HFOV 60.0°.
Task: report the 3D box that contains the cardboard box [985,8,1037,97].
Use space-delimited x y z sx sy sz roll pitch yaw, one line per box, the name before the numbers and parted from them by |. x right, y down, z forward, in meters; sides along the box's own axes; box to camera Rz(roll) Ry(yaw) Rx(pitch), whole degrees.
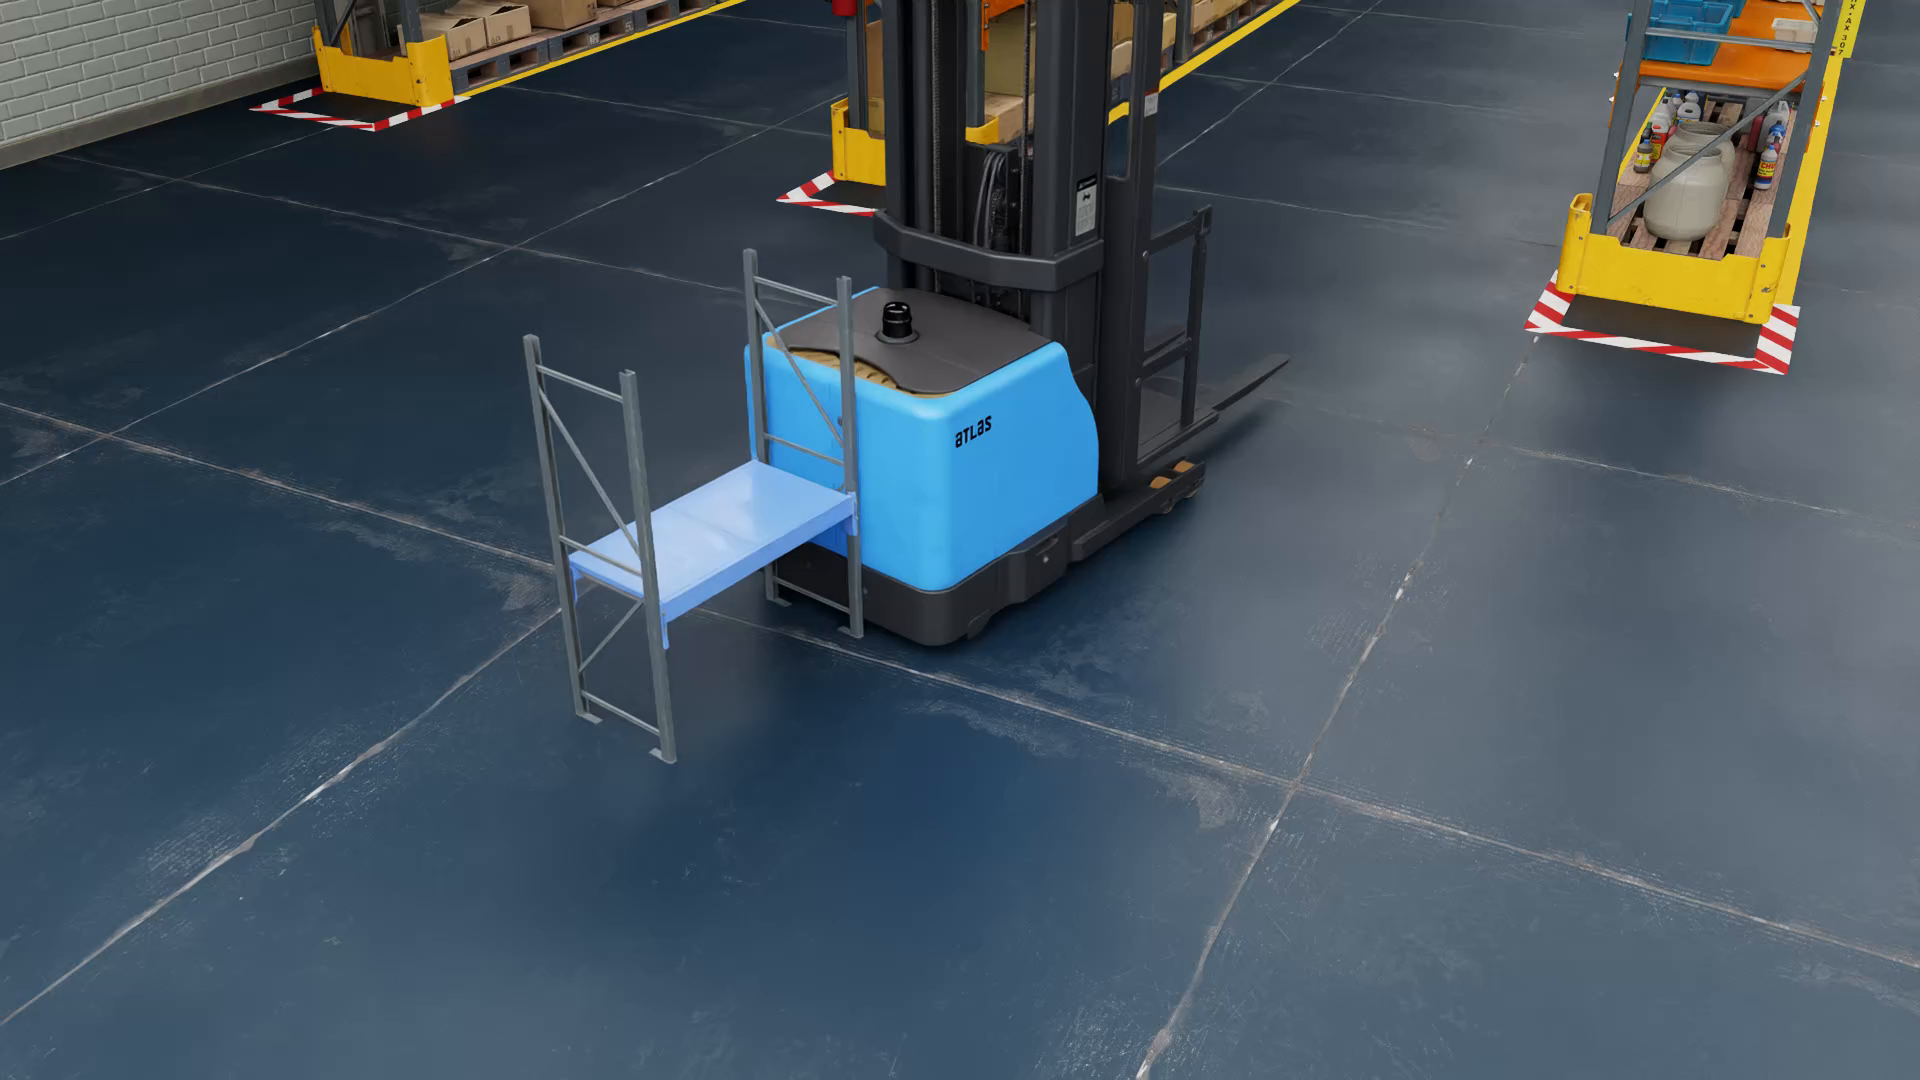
cardboard box | 0.366 -3.520 11.954 0.500 0.500 0.500 14 33 23

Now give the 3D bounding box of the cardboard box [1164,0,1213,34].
cardboard box | 1.924 -4.681 14.729 0.500 0.250 0.500 13 33 22

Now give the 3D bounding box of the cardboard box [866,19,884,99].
cardboard box | -0.323 -3.416 11.772 0.500 0.500 0.500 14 33 23

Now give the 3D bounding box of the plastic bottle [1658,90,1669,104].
plastic bottle | 4.992 -3.045 11.827 0.061 0.283 0.133 16 33 25

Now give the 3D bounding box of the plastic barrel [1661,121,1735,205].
plastic barrel | 4.565 -2.305 10.328 0.421 0.512 0.421 0 30 0

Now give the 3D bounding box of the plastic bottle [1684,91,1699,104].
plastic bottle | 5.232 -3.096 11.927 0.097 0.271 0.097 0 30 0

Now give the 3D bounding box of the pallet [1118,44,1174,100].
pallet | 1.120 -4.017 14.032 1.003 0.211 1.213 14 33 23

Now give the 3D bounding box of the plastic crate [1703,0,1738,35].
plastic crate | 4.368 -3.182 9.928 0.499 0.251 0.408 14 33 23

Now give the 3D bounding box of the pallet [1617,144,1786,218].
pallet | 5.030 -2.403 11.223 1.003 0.211 1.213 14 33 23

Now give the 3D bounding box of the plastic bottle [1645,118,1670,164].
plastic bottle | 4.691 -2.699 11.231 0.152 0.276 0.135 15 33 24

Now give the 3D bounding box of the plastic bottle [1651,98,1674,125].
plastic bottle | 4.826 -2.867 11.449 0.144 0.351 0.185 16 33 25

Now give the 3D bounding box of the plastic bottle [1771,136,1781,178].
plastic bottle | 5.328 -2.512 10.899 0.061 0.283 0.133 15 33 24

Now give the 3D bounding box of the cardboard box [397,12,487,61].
cardboard box | -4.319 -4.229 13.860 0.500 0.311 0.500 11 32 18

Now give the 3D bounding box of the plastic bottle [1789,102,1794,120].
plastic bottle | 6.002 -3.168 12.041 0.061 0.283 0.133 16 34 26

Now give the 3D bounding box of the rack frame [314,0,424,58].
rack frame | -4.714 -4.918 12.801 1.000 3.000 0.127 14 33 23

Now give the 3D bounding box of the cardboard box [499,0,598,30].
cardboard box | -3.681 -4.877 14.800 0.700 0.500 0.500 12 32 20

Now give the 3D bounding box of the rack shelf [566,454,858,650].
rack shelf | -0.899 0.018 6.073 0.538 0.185 1.000 21 36 32

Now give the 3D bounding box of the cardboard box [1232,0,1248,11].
cardboard box | 2.391 -5.138 15.524 0.500 0.250 0.500 13 32 22

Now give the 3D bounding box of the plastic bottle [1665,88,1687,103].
plastic bottle | 5.190 -3.222 12.067 0.144 0.351 0.185 15 33 25

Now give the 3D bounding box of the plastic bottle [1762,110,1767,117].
plastic bottle | 5.553 -2.889 11.555 0.061 0.283 0.133 14 33 23

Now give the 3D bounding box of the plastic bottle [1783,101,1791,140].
plastic bottle | 5.766 -2.939 11.641 0.061 0.283 0.133 17 34 27

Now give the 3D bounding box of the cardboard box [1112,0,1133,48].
cardboard box | 1.040 -4.187 13.116 0.500 0.500 0.500 14 33 23

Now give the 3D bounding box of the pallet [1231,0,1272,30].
pallet | 2.375 -5.238 16.159 1.003 0.211 1.213 14 33 23

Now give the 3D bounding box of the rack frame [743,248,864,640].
rack frame | -0.588 -0.338 6.333 0.500 1.500 0.032 21 36 32

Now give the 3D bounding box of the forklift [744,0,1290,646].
forklift | 0.463 -1.529 6.970 1.130 2.935 3.031 22 36 33

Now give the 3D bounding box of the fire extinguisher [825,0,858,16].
fire extinguisher | -0.770 -3.815 10.959 0.296 0.674 0.183 14 33 23

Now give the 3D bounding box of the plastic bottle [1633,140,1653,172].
plastic bottle | 4.552 -2.561 11.066 0.097 0.201 0.097 0 30 0

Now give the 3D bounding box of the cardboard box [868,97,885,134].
cardboard box | -0.321 -3.090 11.958 0.500 0.250 0.500 14 33 23

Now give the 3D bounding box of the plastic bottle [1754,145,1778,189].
plastic bottle | 5.209 -2.411 10.734 0.097 0.271 0.097 0 30 0

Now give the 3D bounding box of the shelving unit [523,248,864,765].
shelving unit | -0.899 -0.138 5.984 0.538 1.500 1.048 21 36 32

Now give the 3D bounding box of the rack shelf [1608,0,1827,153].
rack shelf | 5.016 -3.245 10.611 1.077 0.370 4.000 14 33 23

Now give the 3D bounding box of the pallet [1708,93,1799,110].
pallet | 6.251 -3.591 13.292 1.003 0.211 1.213 14 33 23

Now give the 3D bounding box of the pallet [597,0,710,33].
pallet | -3.167 -5.176 16.051 1.003 0.211 1.213 14 33 23

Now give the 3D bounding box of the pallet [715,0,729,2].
pallet | -2.539 -5.827 17.185 1.003 0.211 1.213 14 33 23

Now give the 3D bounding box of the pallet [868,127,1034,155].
pallet | 0.008 -2.935 12.149 1.003 0.211 1.213 14 33 23

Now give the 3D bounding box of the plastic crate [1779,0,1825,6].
plastic crate | 5.413 -3.552 10.688 0.530 0.136 0.437 14 33 23

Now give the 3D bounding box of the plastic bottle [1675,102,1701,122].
plastic bottle | 5.054 -2.895 11.572 0.152 0.276 0.135 14 33 23

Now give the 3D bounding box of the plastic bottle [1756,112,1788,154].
plastic bottle | 5.578 -2.803 11.412 0.152 0.276 0.135 15 33 24

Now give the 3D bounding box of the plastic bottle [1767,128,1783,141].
plastic bottle | 5.410 -2.607 11.076 0.097 0.271 0.097 0 30 0

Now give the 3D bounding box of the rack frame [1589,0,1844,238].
rack frame | 4.105 -2.670 8.888 1.000 3.000 0.127 14 33 23

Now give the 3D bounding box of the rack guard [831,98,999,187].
rack guard | -0.314 -2.701 11.451 1.175 0.500 0.348 14 33 23

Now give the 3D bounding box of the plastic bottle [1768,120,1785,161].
plastic bottle | 5.503 -2.697 11.232 0.097 0.271 0.097 0 30 0

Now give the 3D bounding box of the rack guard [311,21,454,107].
rack guard | -4.680 -3.867 13.483 1.175 0.500 0.348 14 33 23

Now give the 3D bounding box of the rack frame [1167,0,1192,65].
rack frame | 1.519 -5.569 13.935 1.000 3.000 0.127 14 33 23

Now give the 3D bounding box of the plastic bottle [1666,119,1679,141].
plastic bottle | 4.786 -2.678 11.188 0.061 0.283 0.133 14 33 23

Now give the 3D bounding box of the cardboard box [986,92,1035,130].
cardboard box | 0.364 -3.195 12.141 0.500 0.250 0.500 14 33 23
